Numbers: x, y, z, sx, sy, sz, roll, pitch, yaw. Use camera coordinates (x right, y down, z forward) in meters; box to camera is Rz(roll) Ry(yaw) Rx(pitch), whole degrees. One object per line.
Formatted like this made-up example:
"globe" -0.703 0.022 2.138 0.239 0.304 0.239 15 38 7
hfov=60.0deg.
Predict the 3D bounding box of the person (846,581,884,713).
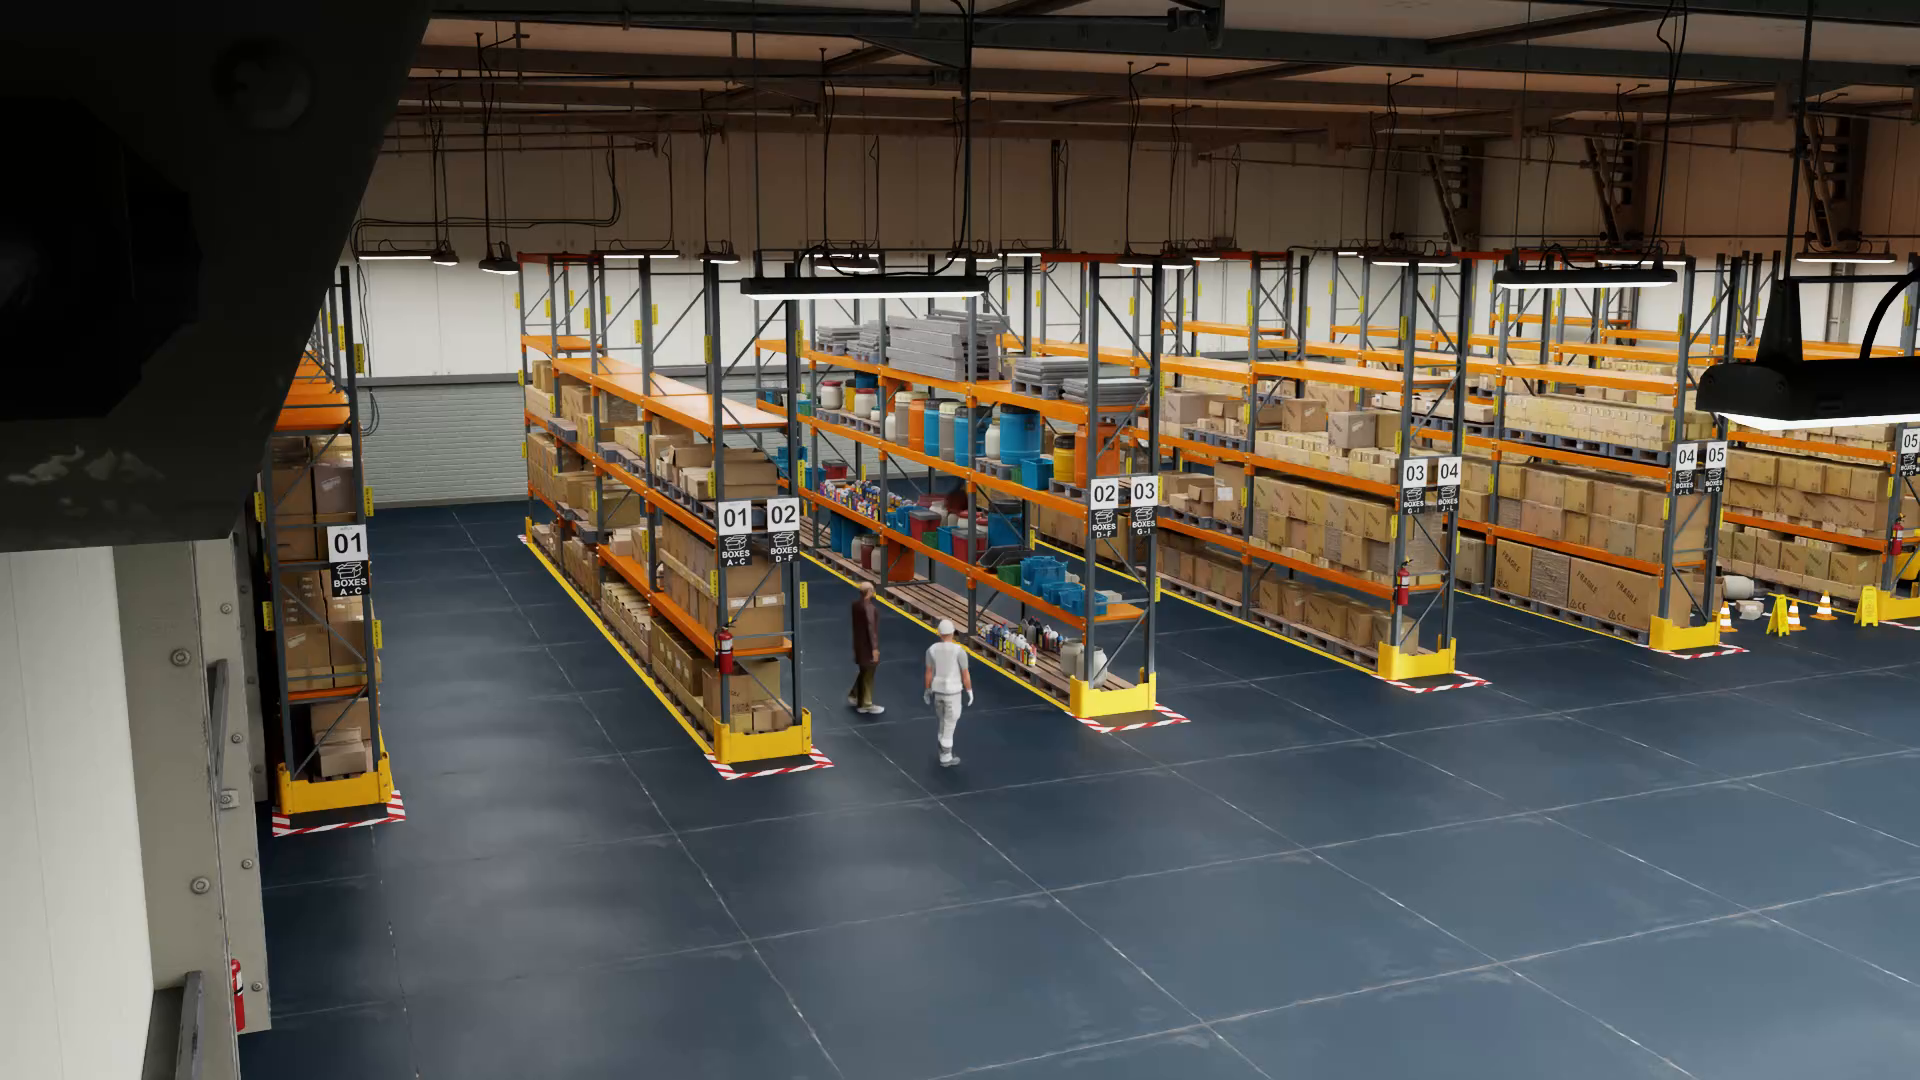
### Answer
"person" -1.257 1.451 22.291 0.439 1.819 0.681 -4 11 -18

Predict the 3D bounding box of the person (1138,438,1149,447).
"person" 4.679 -2.347 43.006 0.576 1.706 1.057 3 11 17

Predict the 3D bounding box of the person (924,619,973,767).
"person" -0.093 1.844 20.078 0.535 1.827 0.541 8 13 38
